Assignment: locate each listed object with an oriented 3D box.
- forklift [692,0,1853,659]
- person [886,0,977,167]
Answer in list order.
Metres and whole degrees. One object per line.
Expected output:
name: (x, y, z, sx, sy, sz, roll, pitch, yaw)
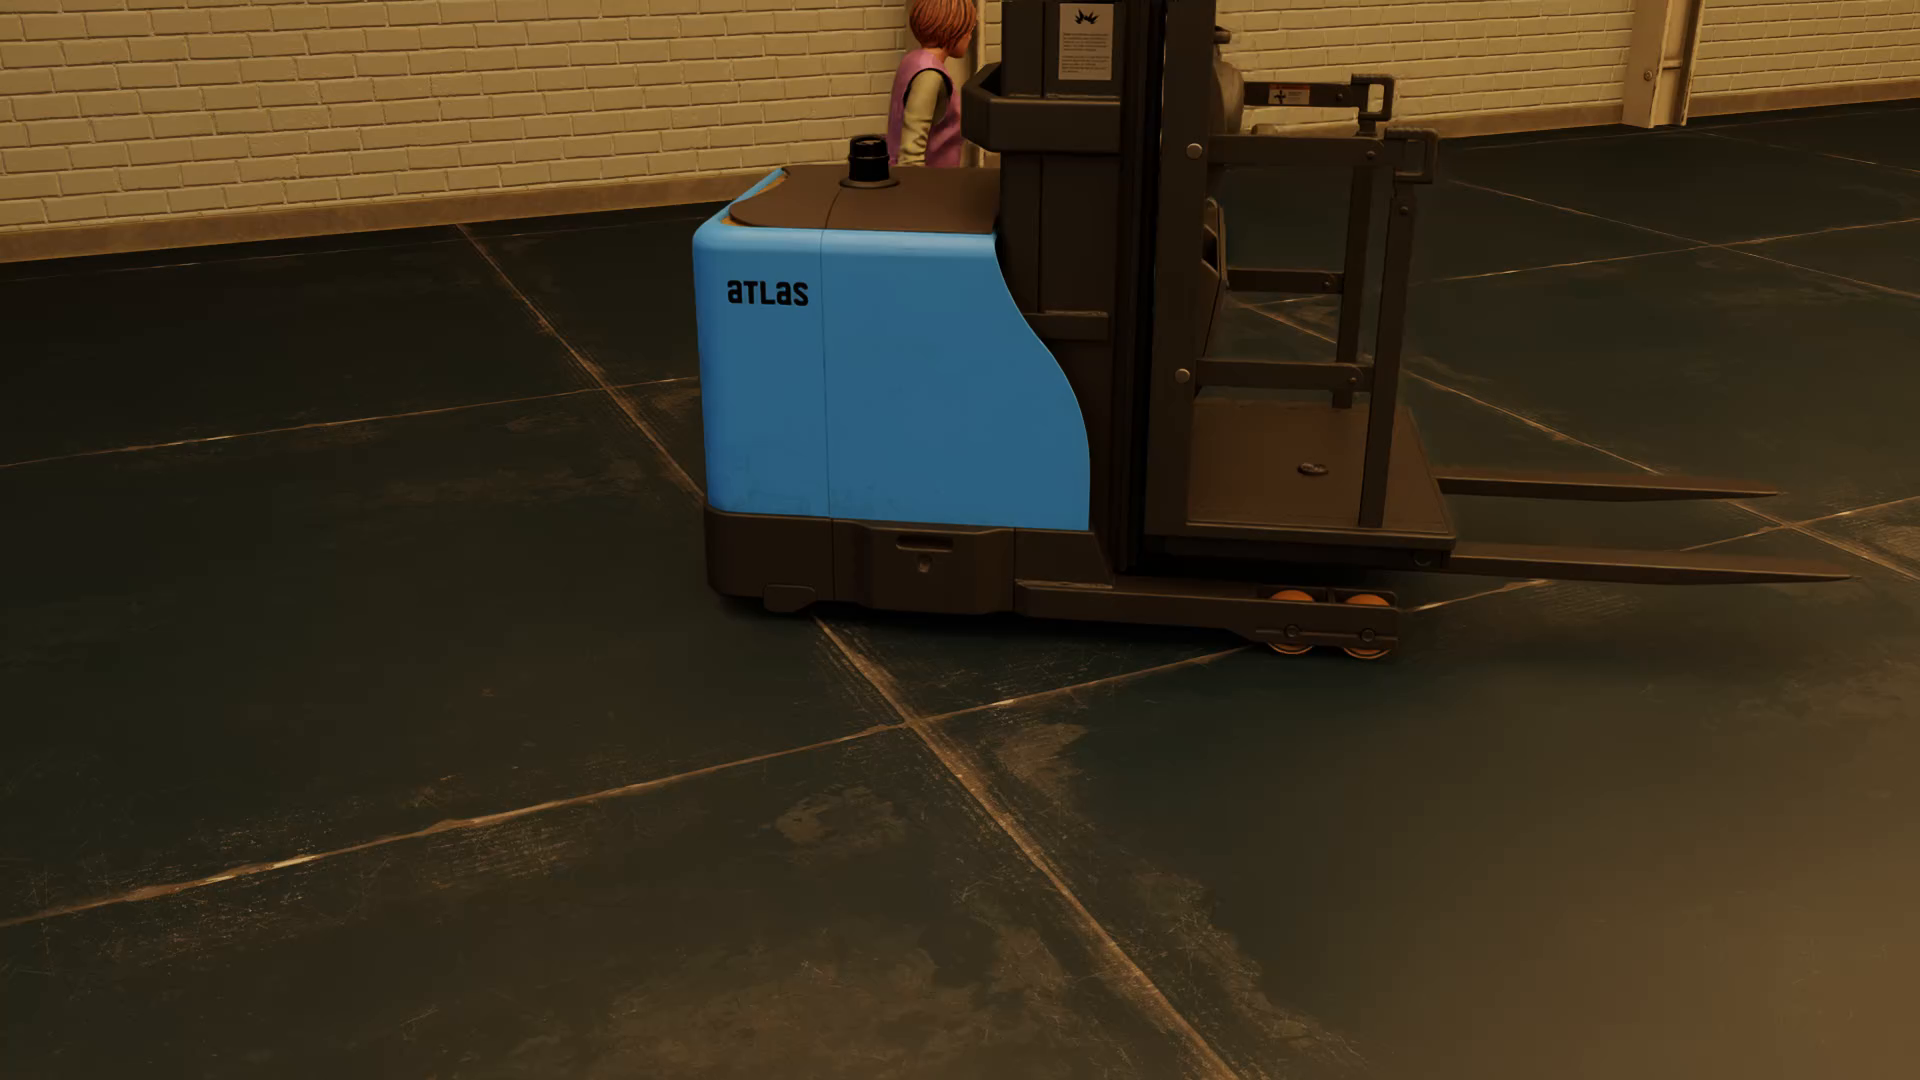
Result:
forklift: (0.855, -1.259, 4.317, 3.031, 2.935, 1.130, 3, 23, 7)
person: (-0.136, -1.067, 5.657, 0.389, 1.567, 0.713, -3, 23, -7)
